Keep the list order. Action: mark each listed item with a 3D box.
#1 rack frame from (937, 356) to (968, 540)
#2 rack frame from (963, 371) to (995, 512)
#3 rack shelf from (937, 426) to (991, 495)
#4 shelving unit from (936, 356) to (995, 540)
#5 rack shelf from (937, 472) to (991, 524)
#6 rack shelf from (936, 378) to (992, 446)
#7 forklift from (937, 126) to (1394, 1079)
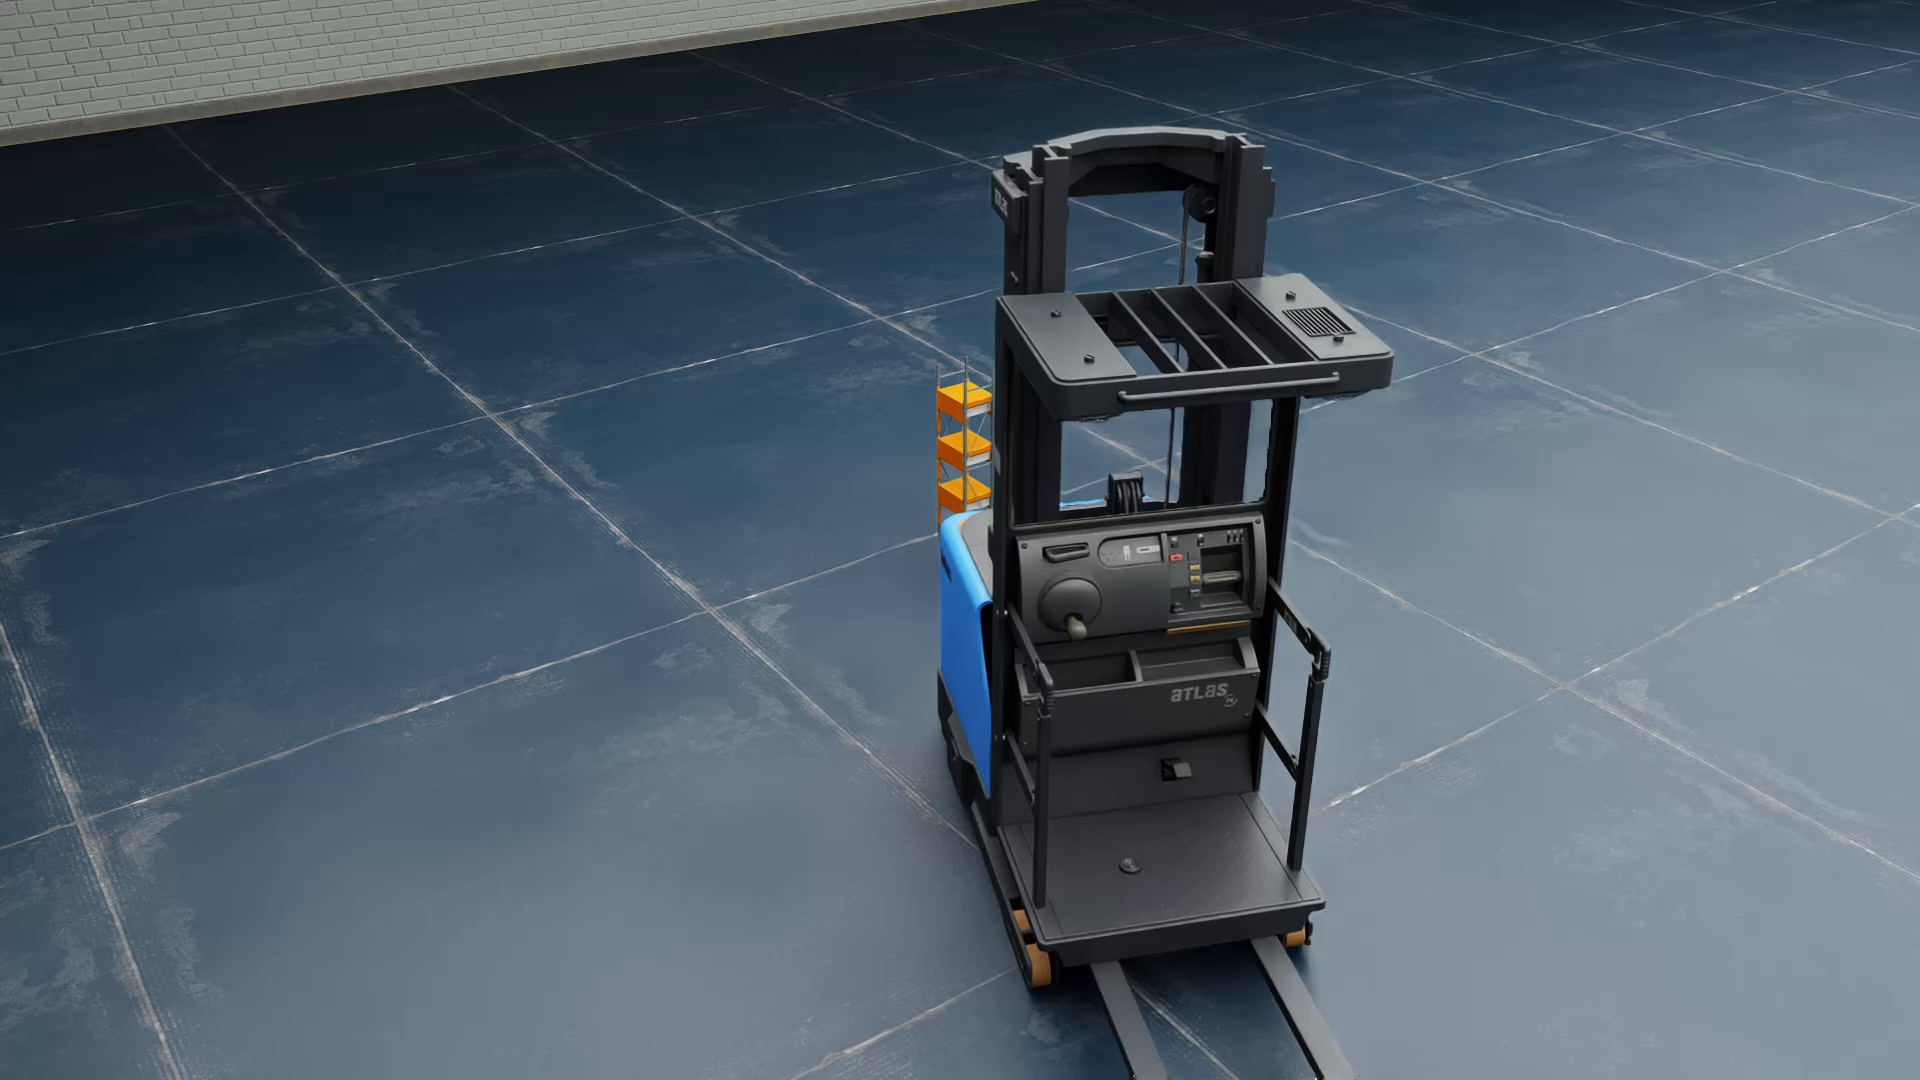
[{"bbox_3d":[-0.040,-0.488,9.048,0.200,1.050,0.008,-19,34,-31],"label":"rack frame"},{"bbox_3d":[0.102,-0.393,8.874,0.200,1.050,0.008,-19,34,-31],"label":"rack frame"},{"bbox_3d":[0.031,-0.431,8.966,0.215,0.259,0.240,-19,34,-31],"label":"rack shelf"},{"bbox_3d":[0.031,-0.441,8.961,0.215,1.050,0.252,-19,34,-31],"label":"shelving unit"},{"bbox_3d":[0.031,-0.187,9.099,0.215,0.259,0.240,-19,34,-31],"label":"rack shelf"},{"bbox_3d":[0.031,-0.681,8.831,0.215,0.259,0.240,-19,34,-31],"label":"rack shelf"},{"bbox_3d":[0.713,0.179,5.849,1.130,2.935,3.031,-6,29,-11],"label":"forklift"}]
